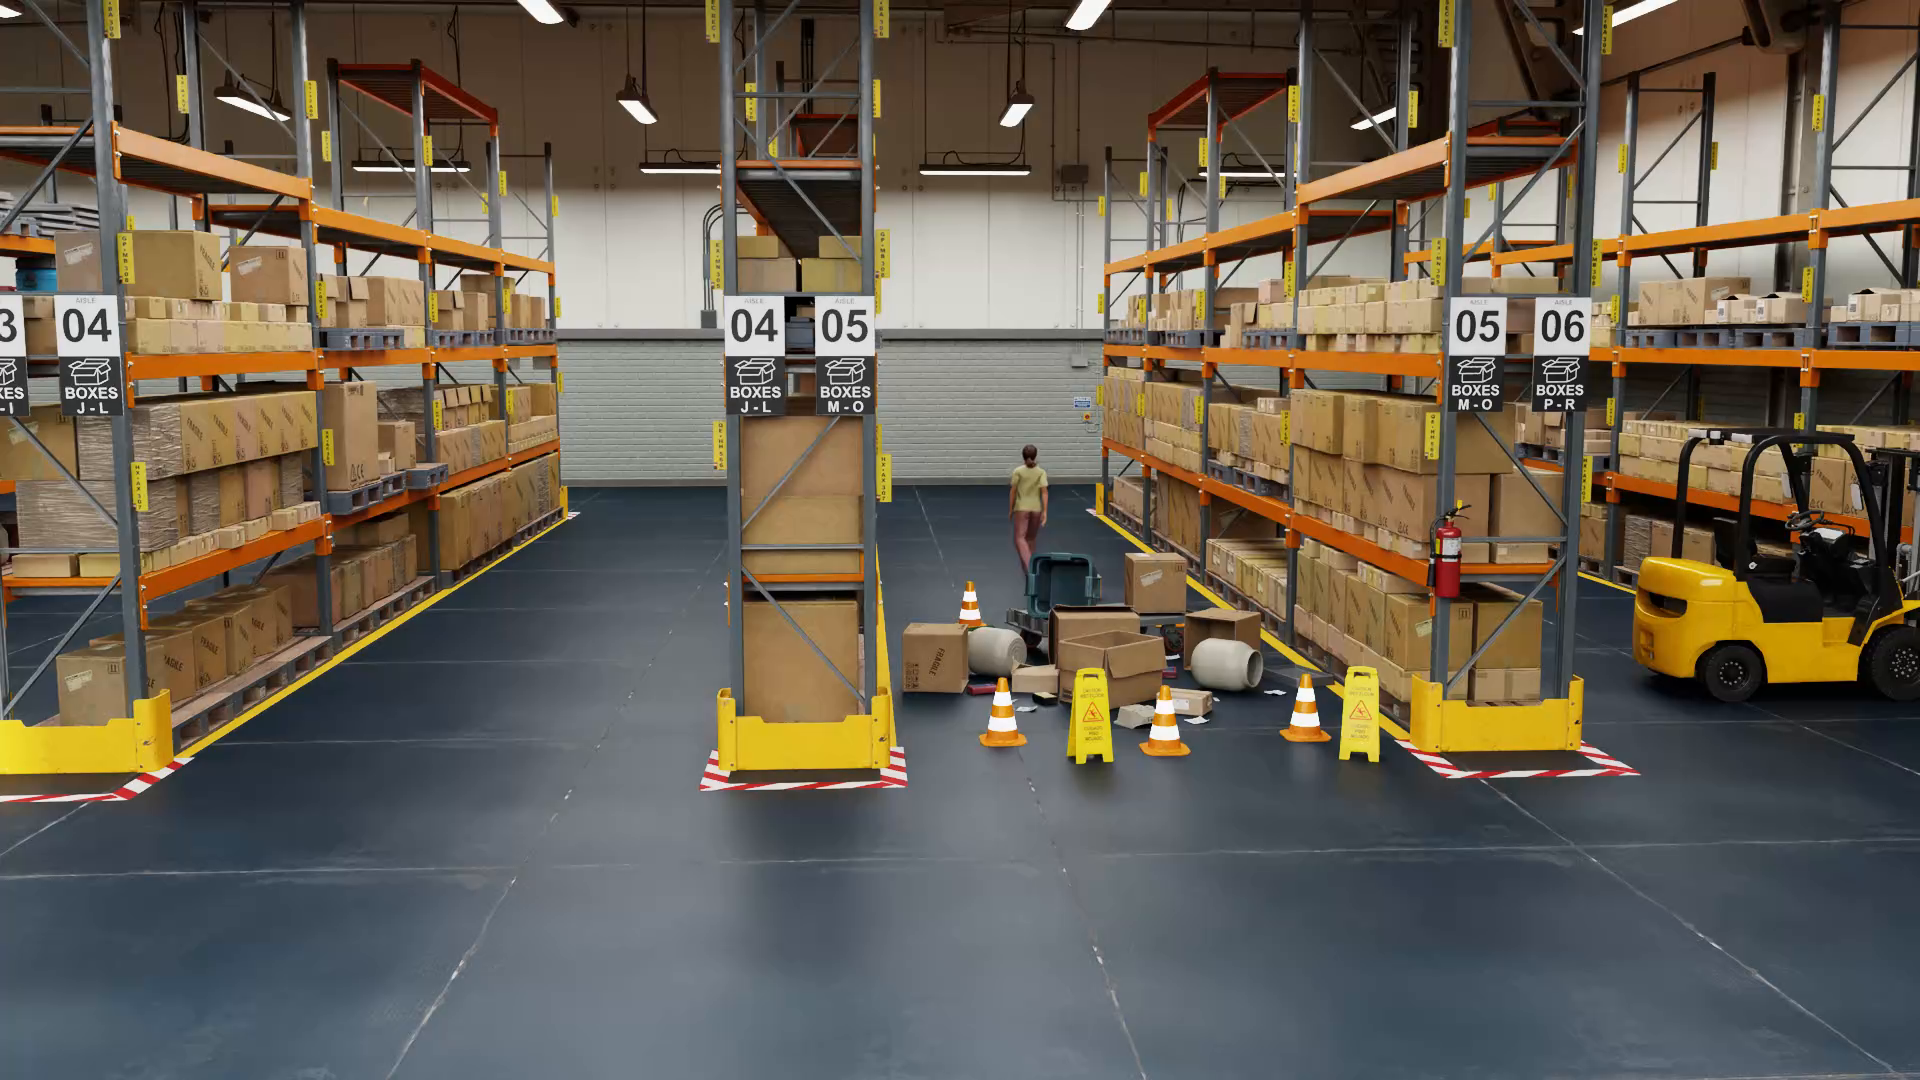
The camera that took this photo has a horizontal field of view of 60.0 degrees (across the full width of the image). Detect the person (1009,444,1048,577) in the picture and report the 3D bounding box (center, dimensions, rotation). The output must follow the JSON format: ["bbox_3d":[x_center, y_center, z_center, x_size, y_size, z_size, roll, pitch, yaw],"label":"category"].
[{"bbox_3d":[0.828,-0.333,19.986,0.453,1.630,0.960,-1,7,-9],"label":"person"}]
